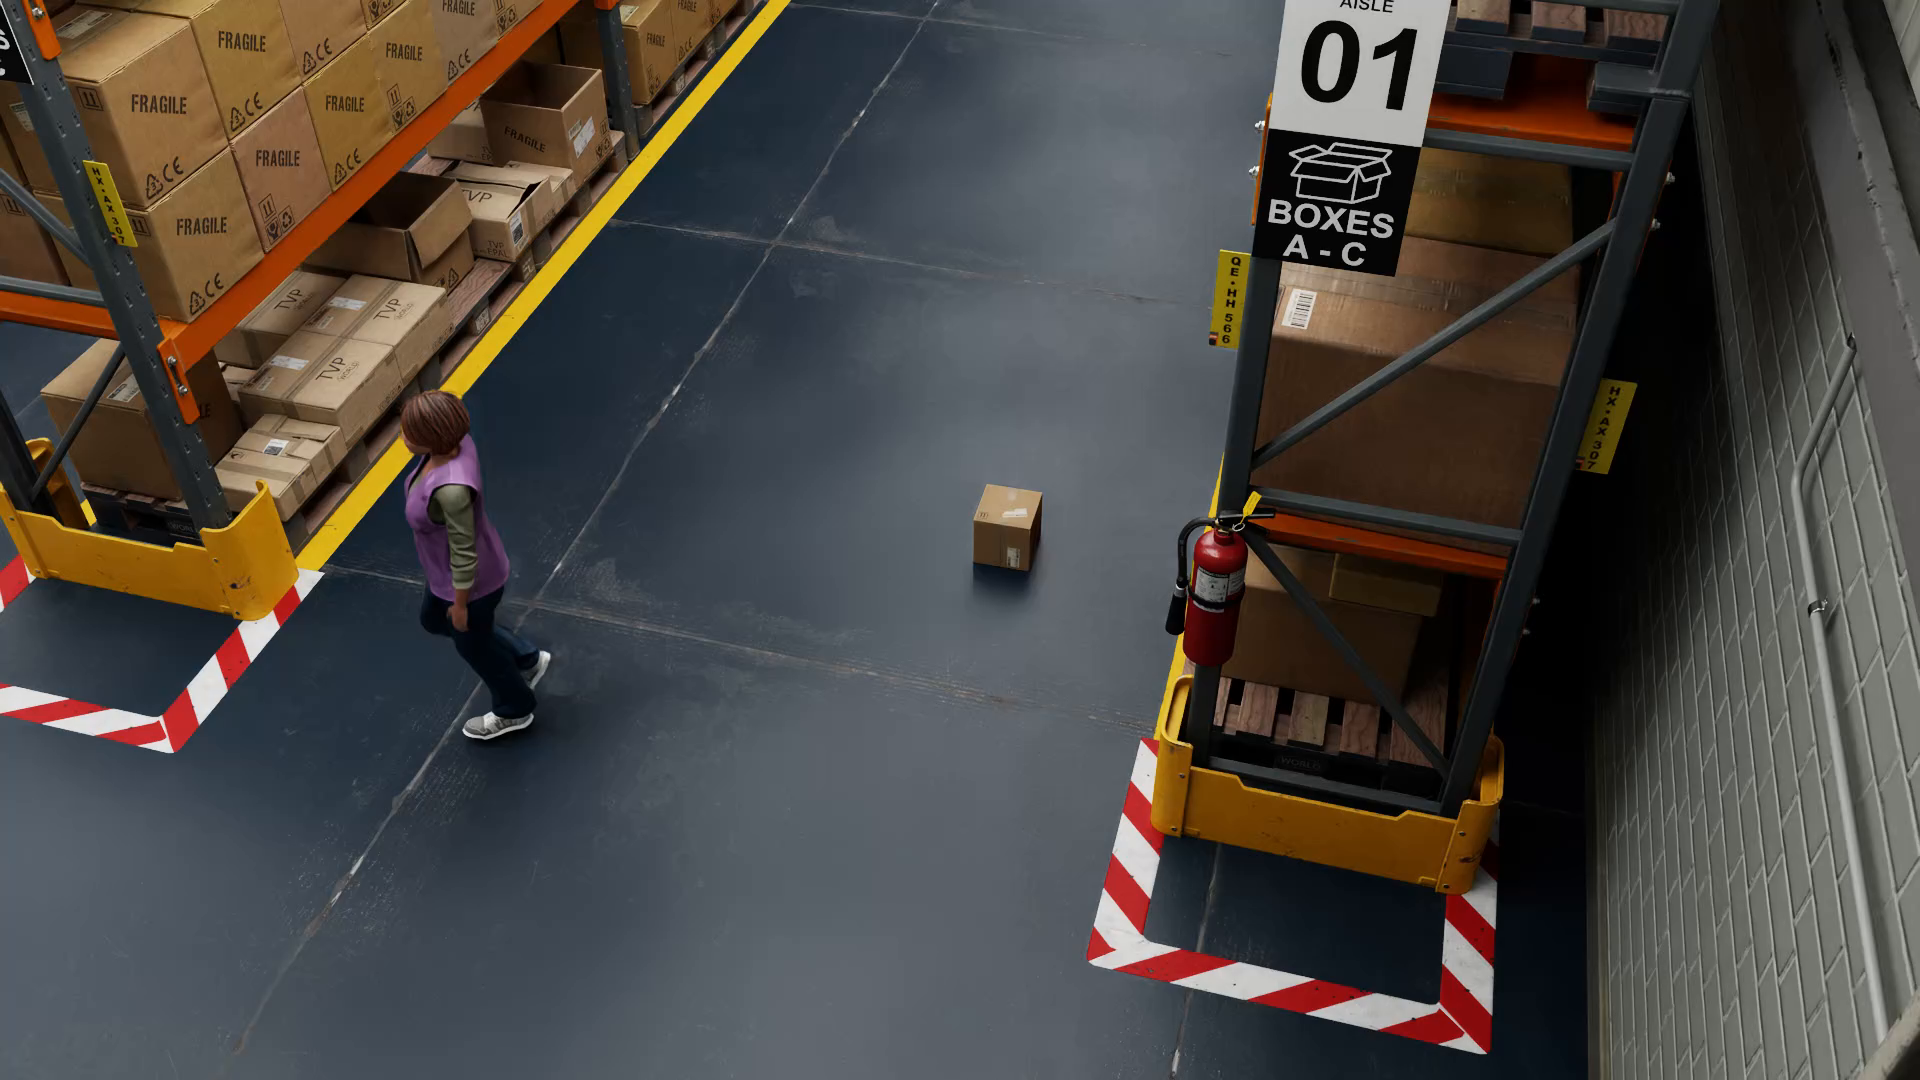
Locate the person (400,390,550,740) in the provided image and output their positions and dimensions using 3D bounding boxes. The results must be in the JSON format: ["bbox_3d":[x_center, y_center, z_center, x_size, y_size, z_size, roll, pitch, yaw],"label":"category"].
[{"bbox_3d":[-1.753,0.114,5.995,0.382,1.595,0.439,-12,43,-13],"label":"person"}]
